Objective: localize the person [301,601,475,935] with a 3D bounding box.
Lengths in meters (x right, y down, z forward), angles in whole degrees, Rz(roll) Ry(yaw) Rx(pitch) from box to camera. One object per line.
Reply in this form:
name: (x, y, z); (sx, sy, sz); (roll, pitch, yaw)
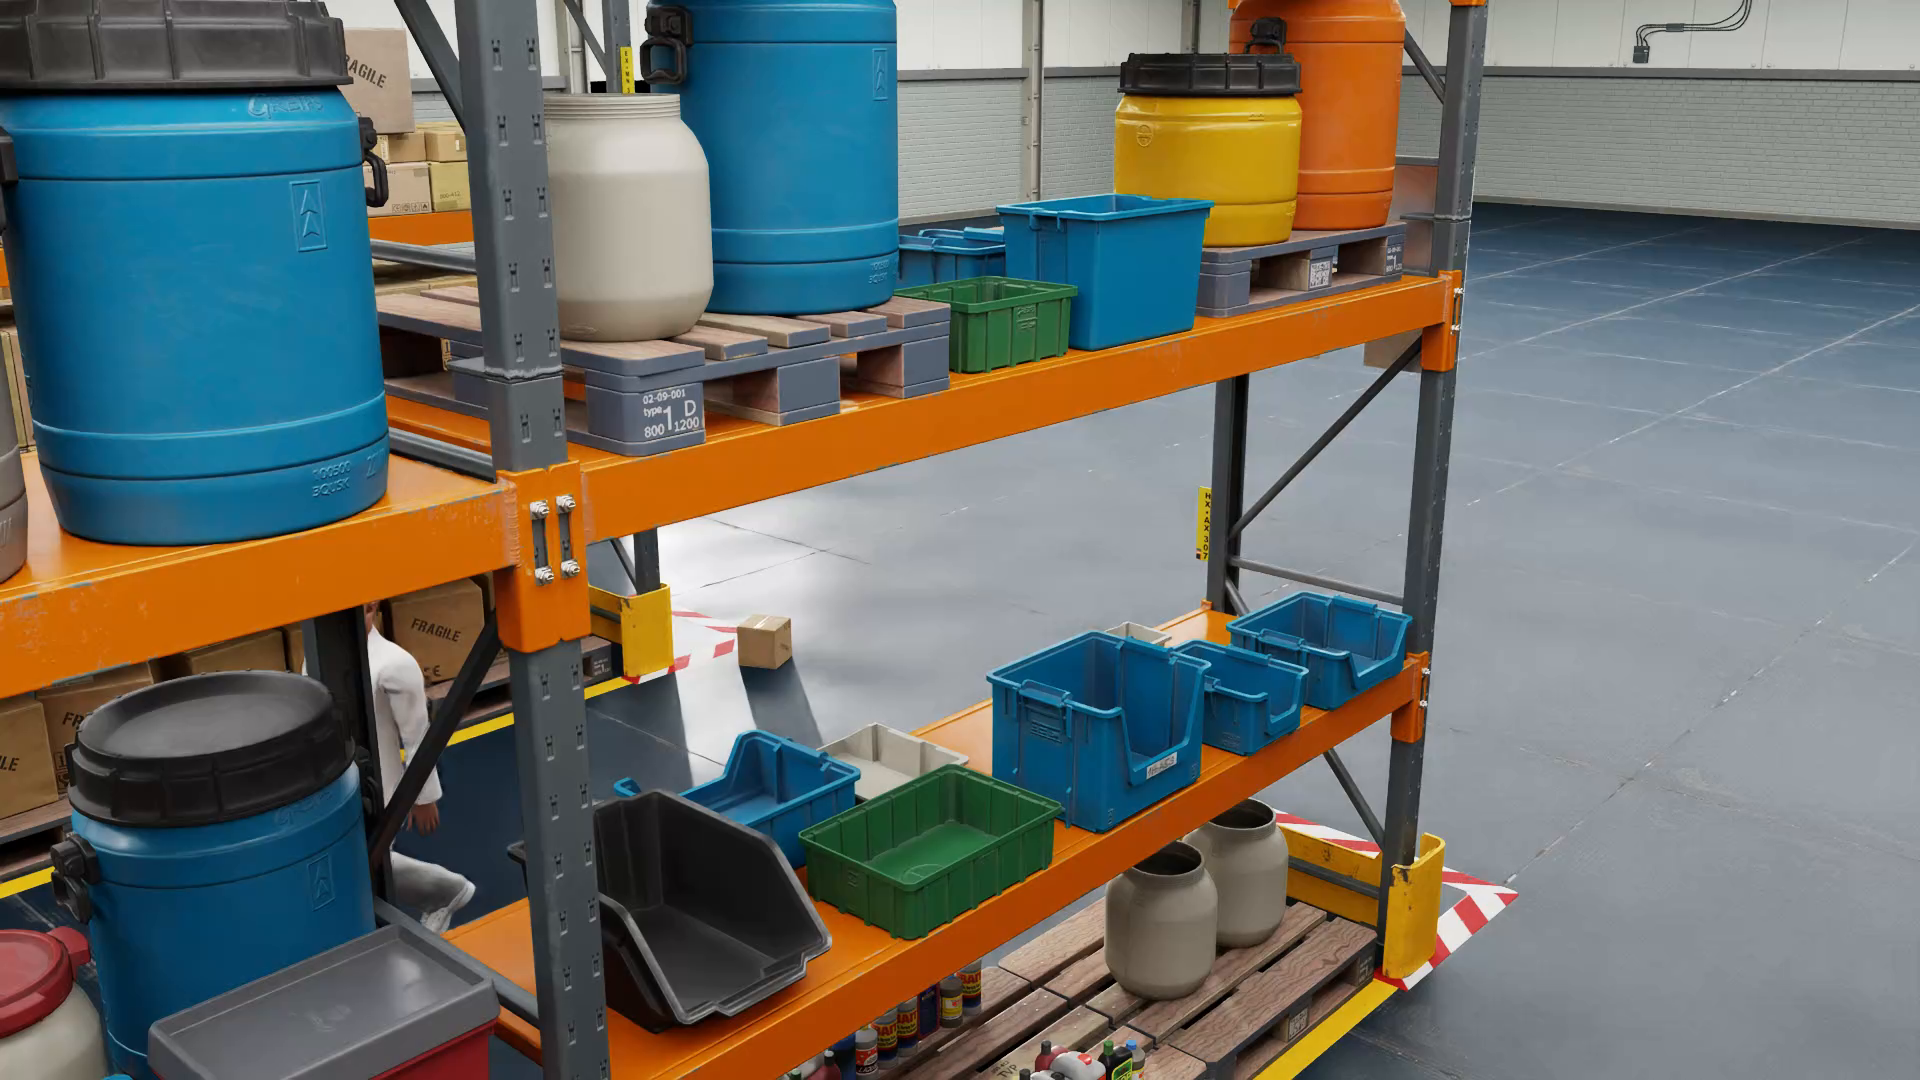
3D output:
person: (-2.295, 0.959, 6.358); (0.567, 1.736, 1.069); (11, 20, 33)
